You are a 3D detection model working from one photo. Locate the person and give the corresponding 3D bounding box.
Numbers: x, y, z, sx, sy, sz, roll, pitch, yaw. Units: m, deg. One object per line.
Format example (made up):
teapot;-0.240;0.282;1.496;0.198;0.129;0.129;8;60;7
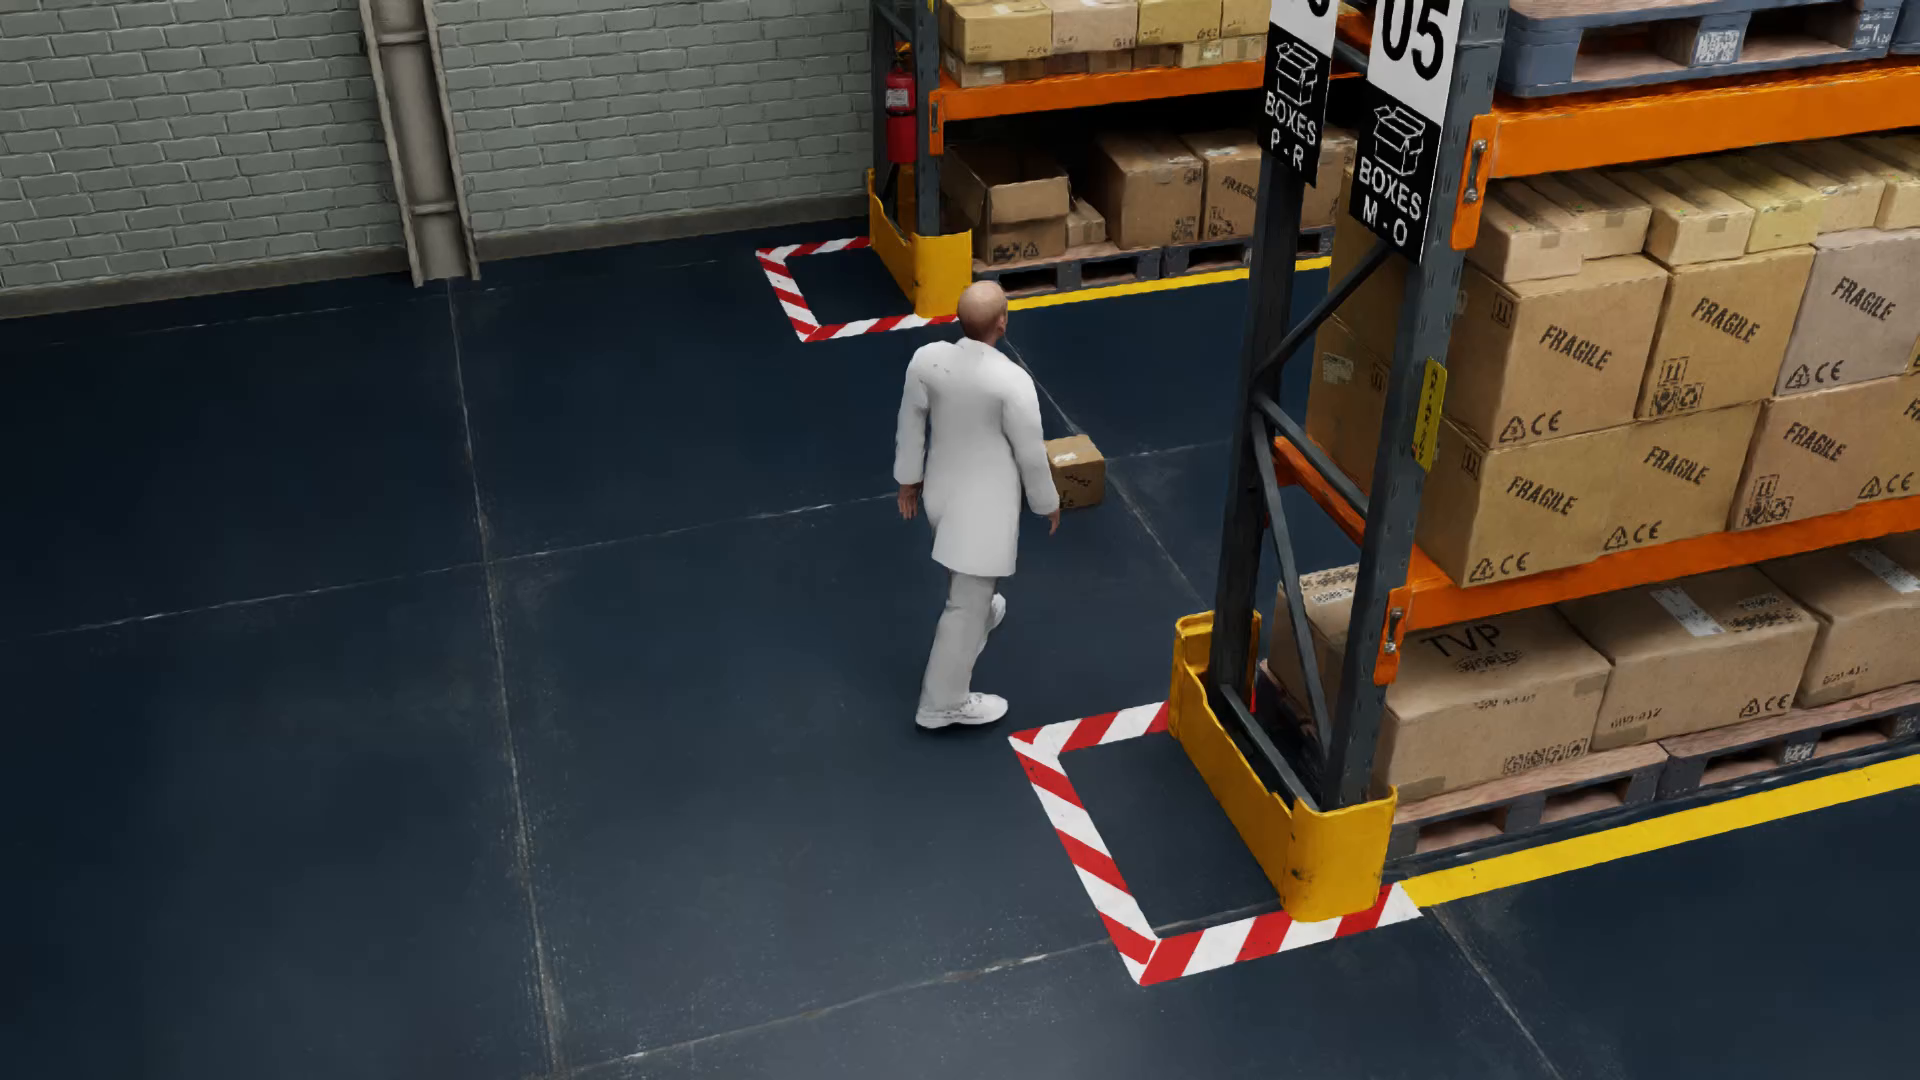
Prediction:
person;0.062;-0.174;6.431;0.653;1.758;0.848;28;42;35
